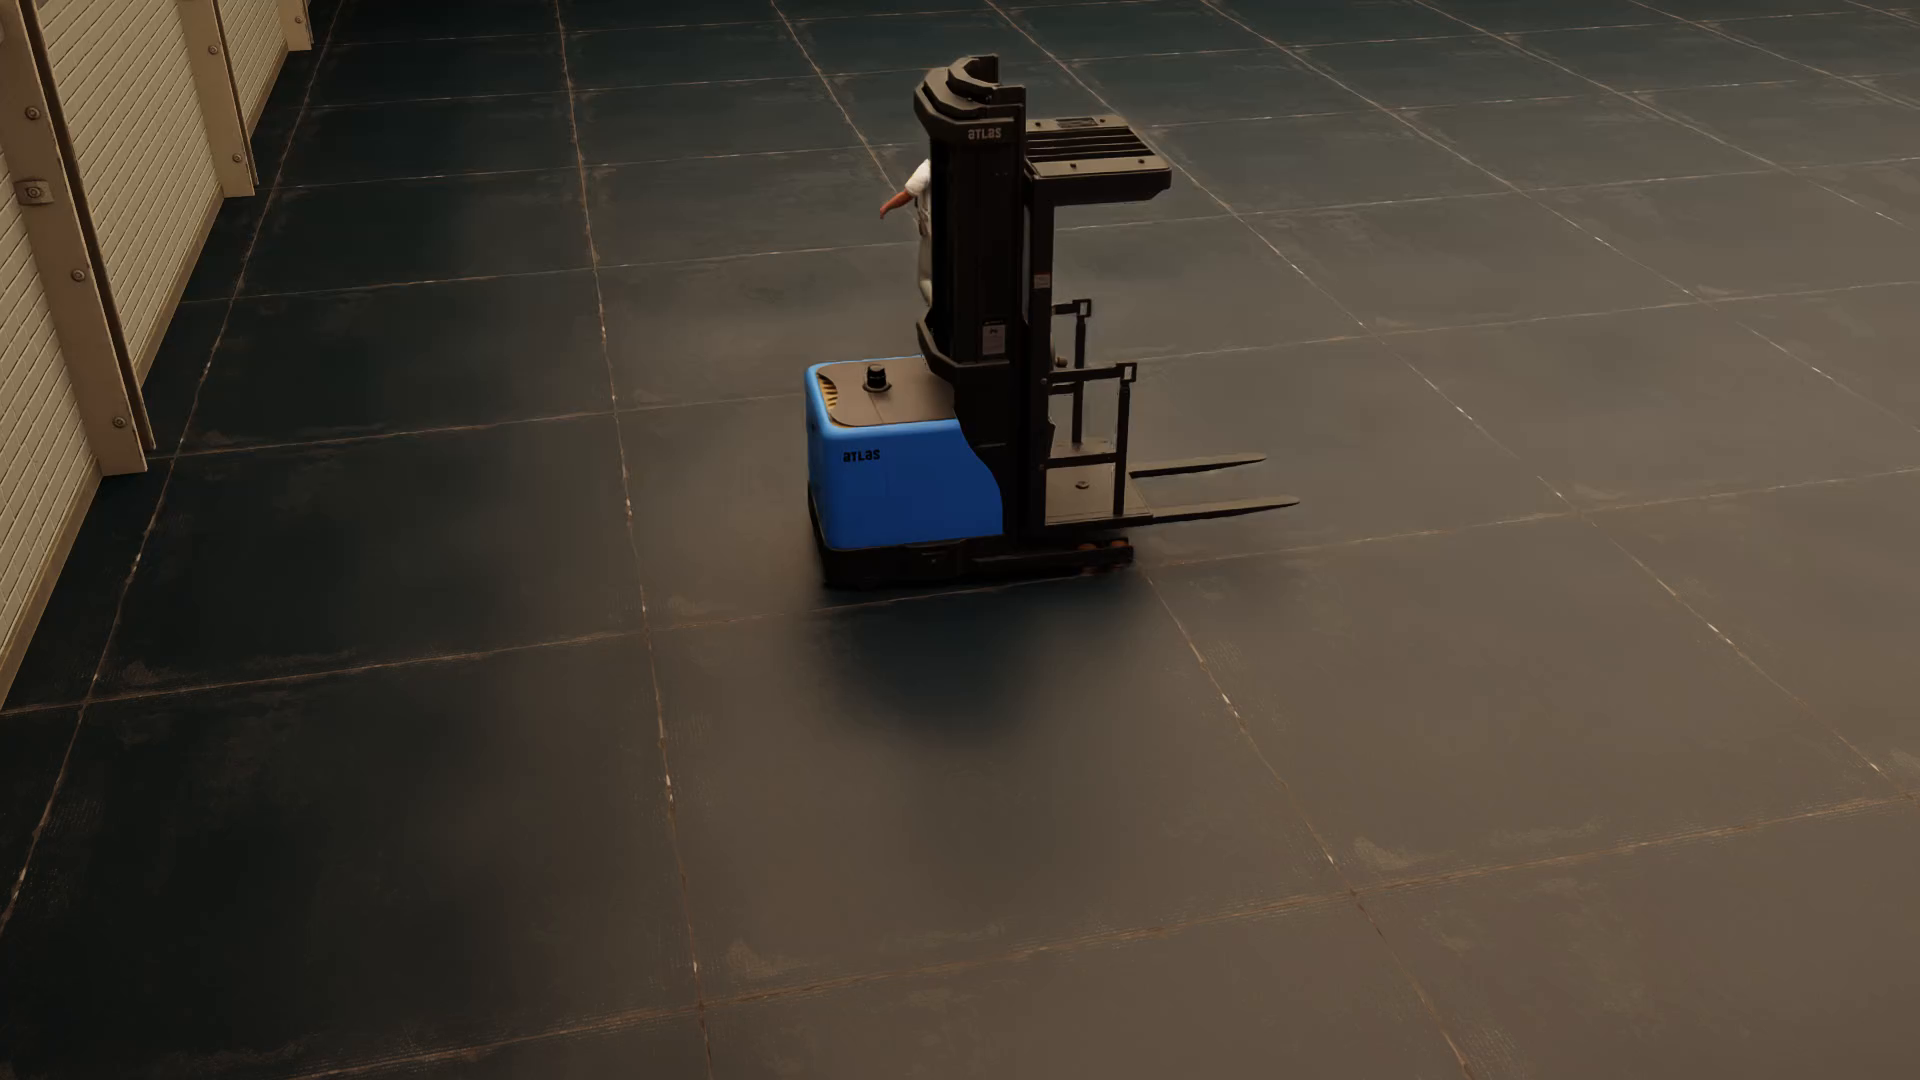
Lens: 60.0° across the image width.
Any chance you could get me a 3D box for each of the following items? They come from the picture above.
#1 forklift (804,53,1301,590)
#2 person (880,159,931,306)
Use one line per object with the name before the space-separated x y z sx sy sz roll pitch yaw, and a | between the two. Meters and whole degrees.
forklift | 0.598 -1.332 9.875 3.031 2.935 1.130 -6 31 -10
person | -0.091 -2.409 12.948 0.909 1.729 0.715 -13 33 -22
